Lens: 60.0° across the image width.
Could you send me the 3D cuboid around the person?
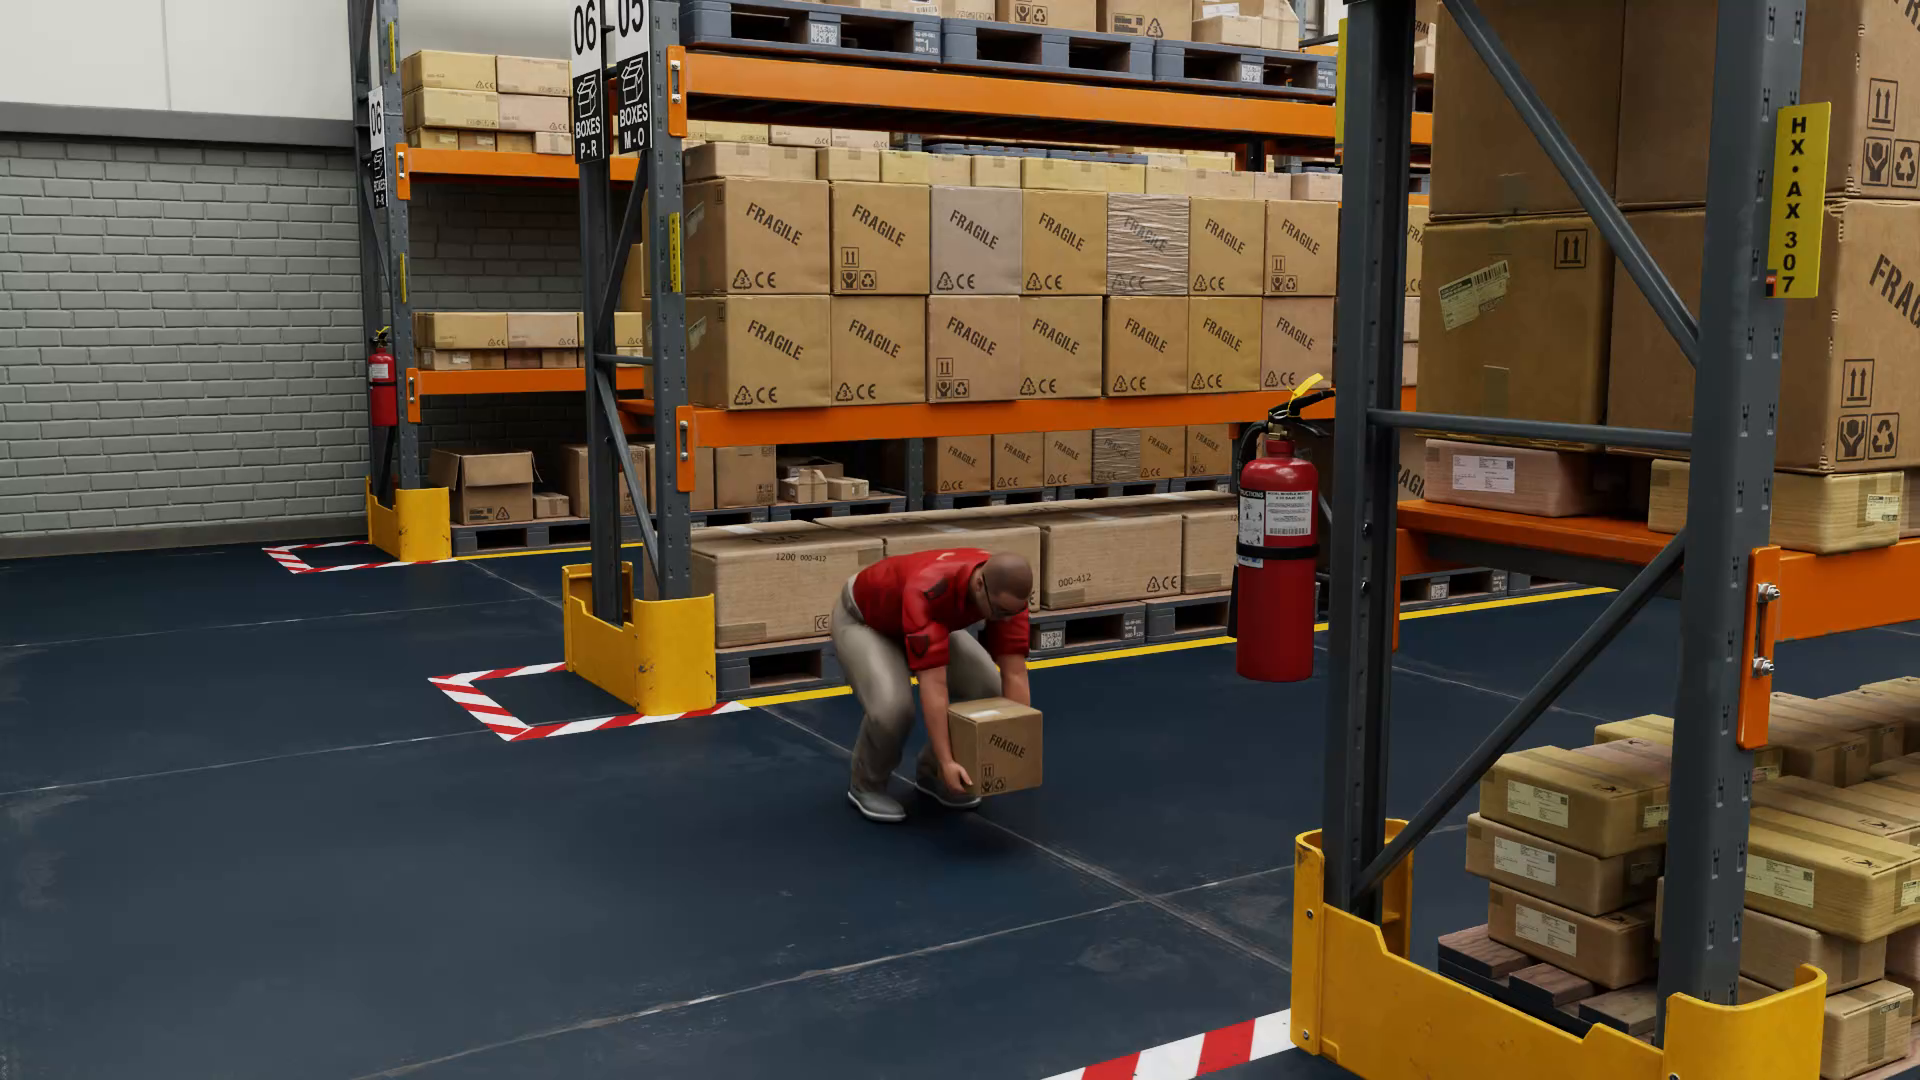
[{"bbox_3d":[-0.073,0.470,5.679,0.543,0.998,0.941,-5,10,-34],"label":"person"}]
